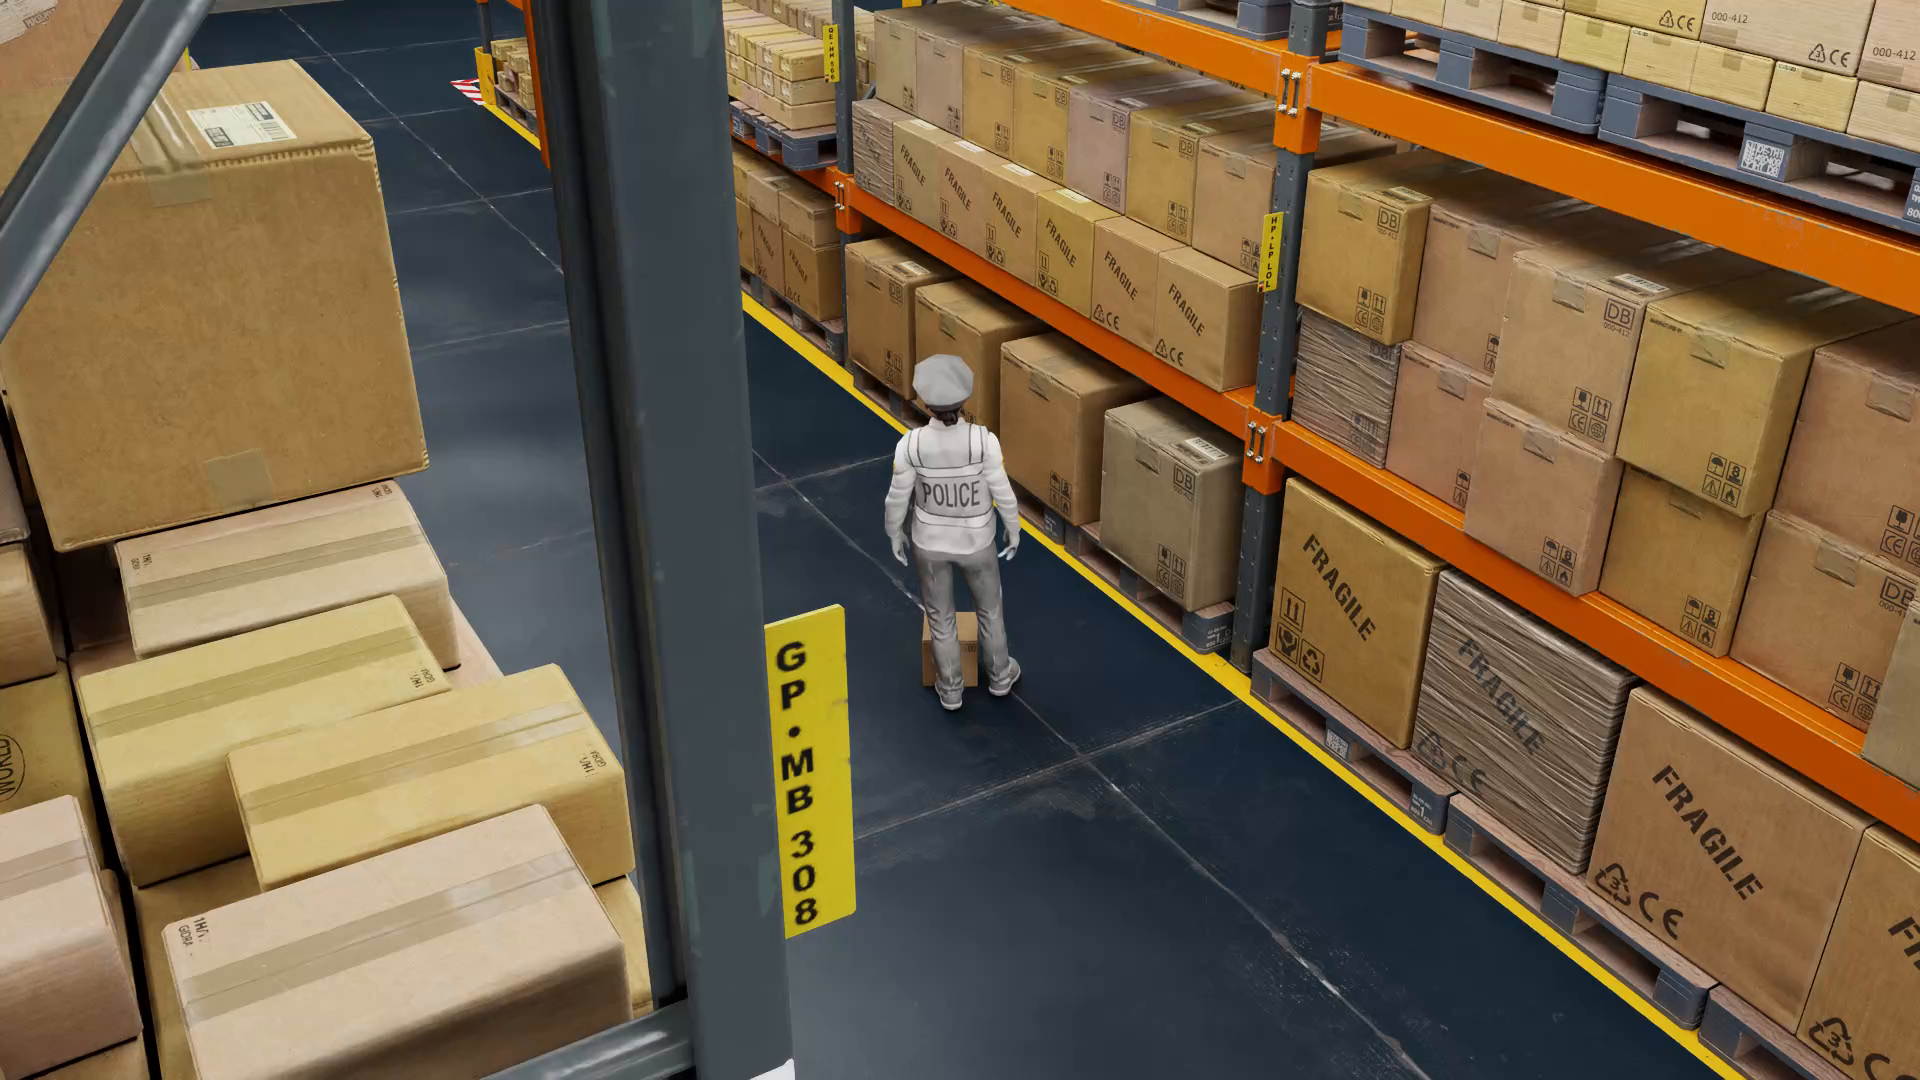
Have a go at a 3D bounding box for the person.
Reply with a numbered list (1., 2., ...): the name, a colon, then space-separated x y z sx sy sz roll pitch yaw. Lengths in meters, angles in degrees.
1. person: -0.024 -0.033 7.133 0.588 1.697 0.534 1 29 2
